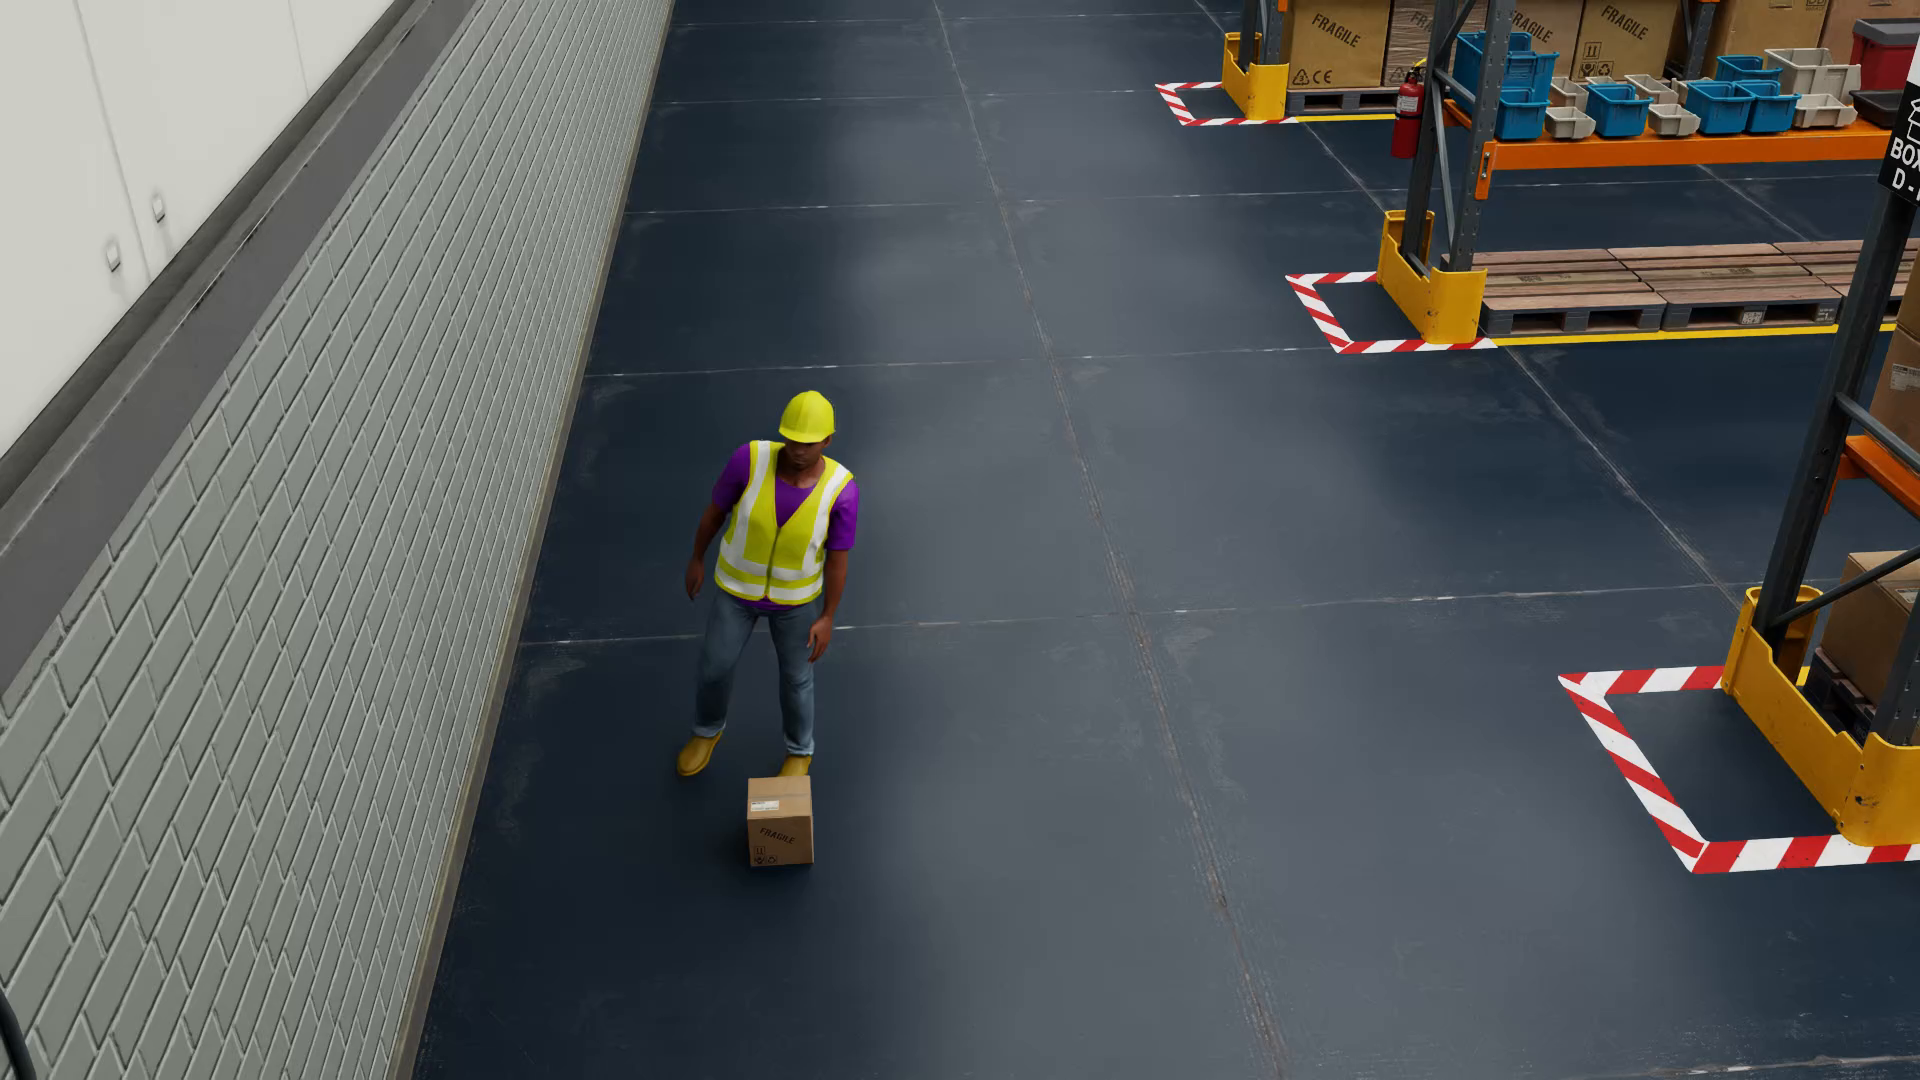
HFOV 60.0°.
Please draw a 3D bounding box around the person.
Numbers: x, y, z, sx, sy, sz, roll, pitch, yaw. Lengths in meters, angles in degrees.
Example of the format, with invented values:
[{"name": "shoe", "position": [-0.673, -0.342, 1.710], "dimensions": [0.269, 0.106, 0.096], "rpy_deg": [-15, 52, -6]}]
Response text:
[{"name": "person", "position": [-0.796, 0.241, 6.661], "dimensions": [0.815, 1.770, 0.426], "rpy_deg": [-3, 31, -5]}]
